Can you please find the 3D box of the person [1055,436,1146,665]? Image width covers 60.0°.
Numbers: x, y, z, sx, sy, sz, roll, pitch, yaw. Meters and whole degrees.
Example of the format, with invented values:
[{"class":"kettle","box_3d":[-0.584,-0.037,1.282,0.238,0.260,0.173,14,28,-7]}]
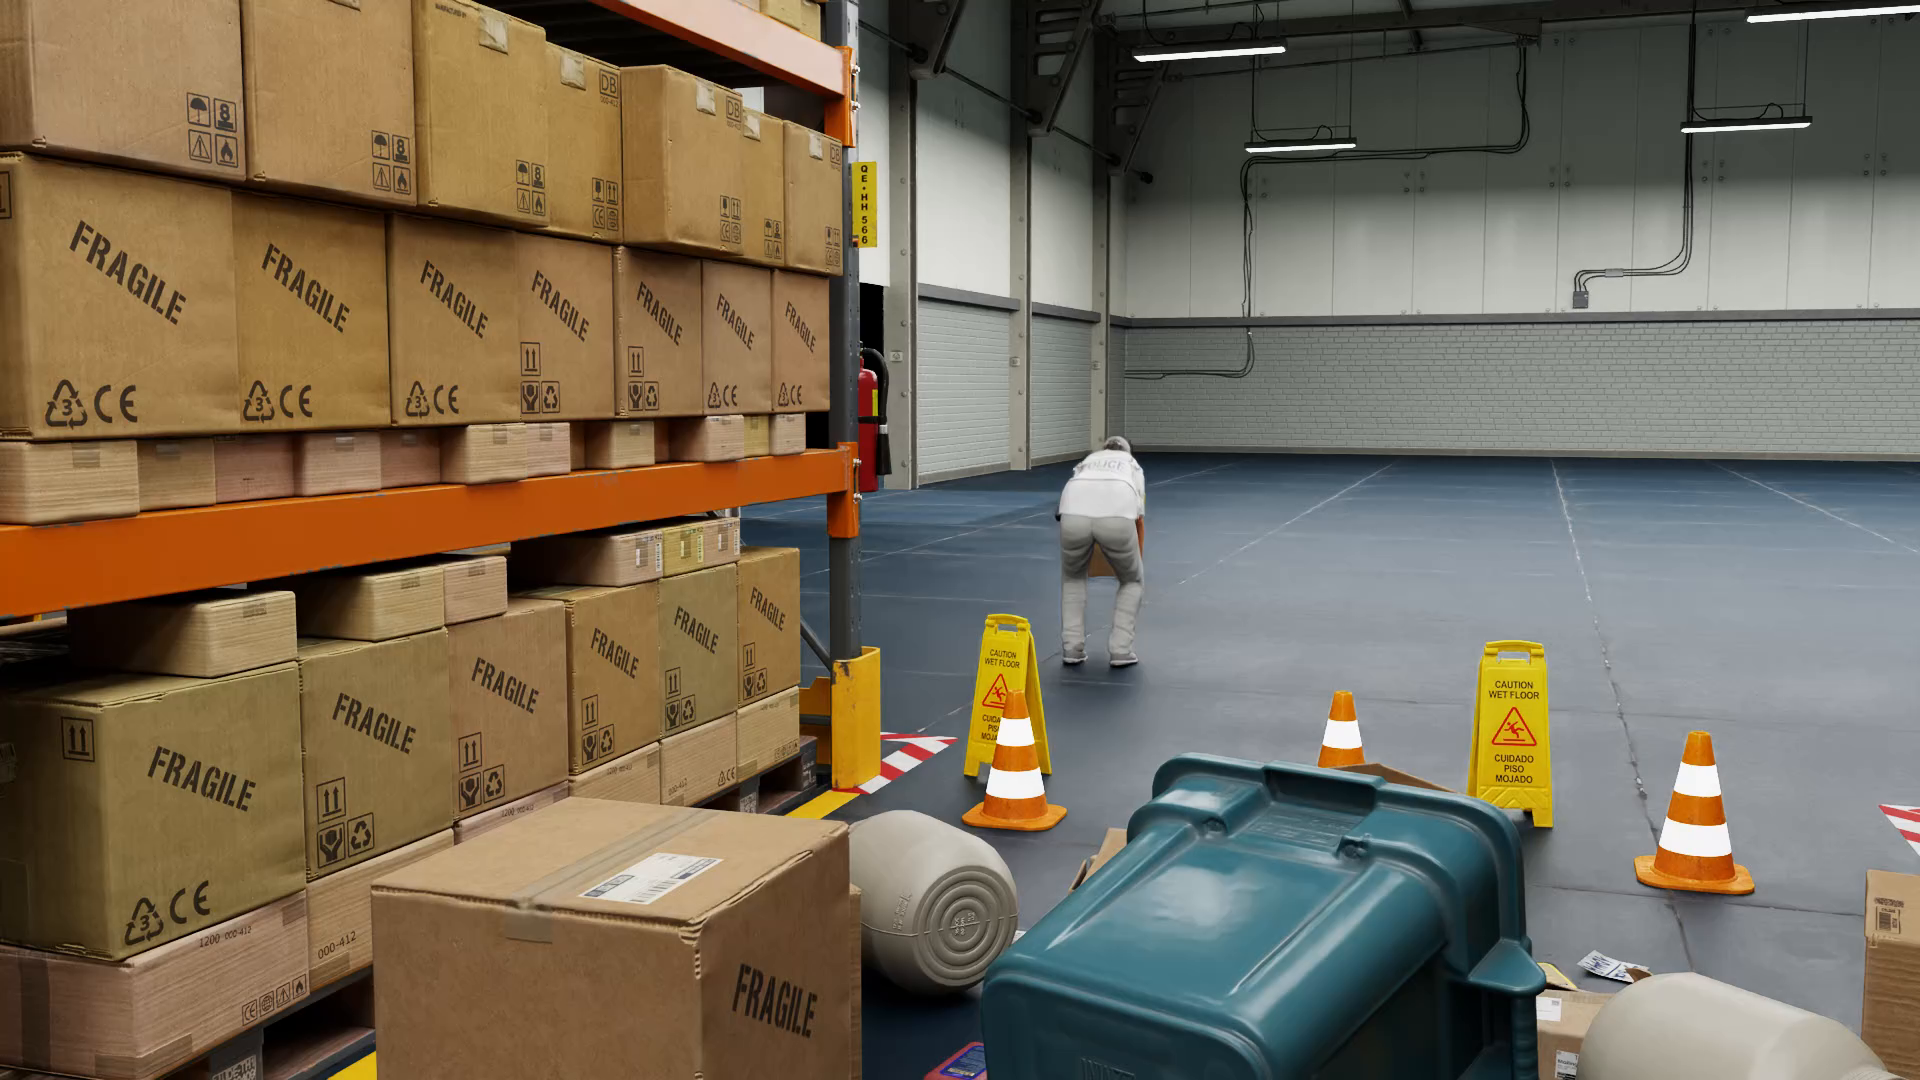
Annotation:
[{"class":"person","box_3d":[0.828,0.052,9.411,0.474,1.258,0.892,2,6,17]}]
